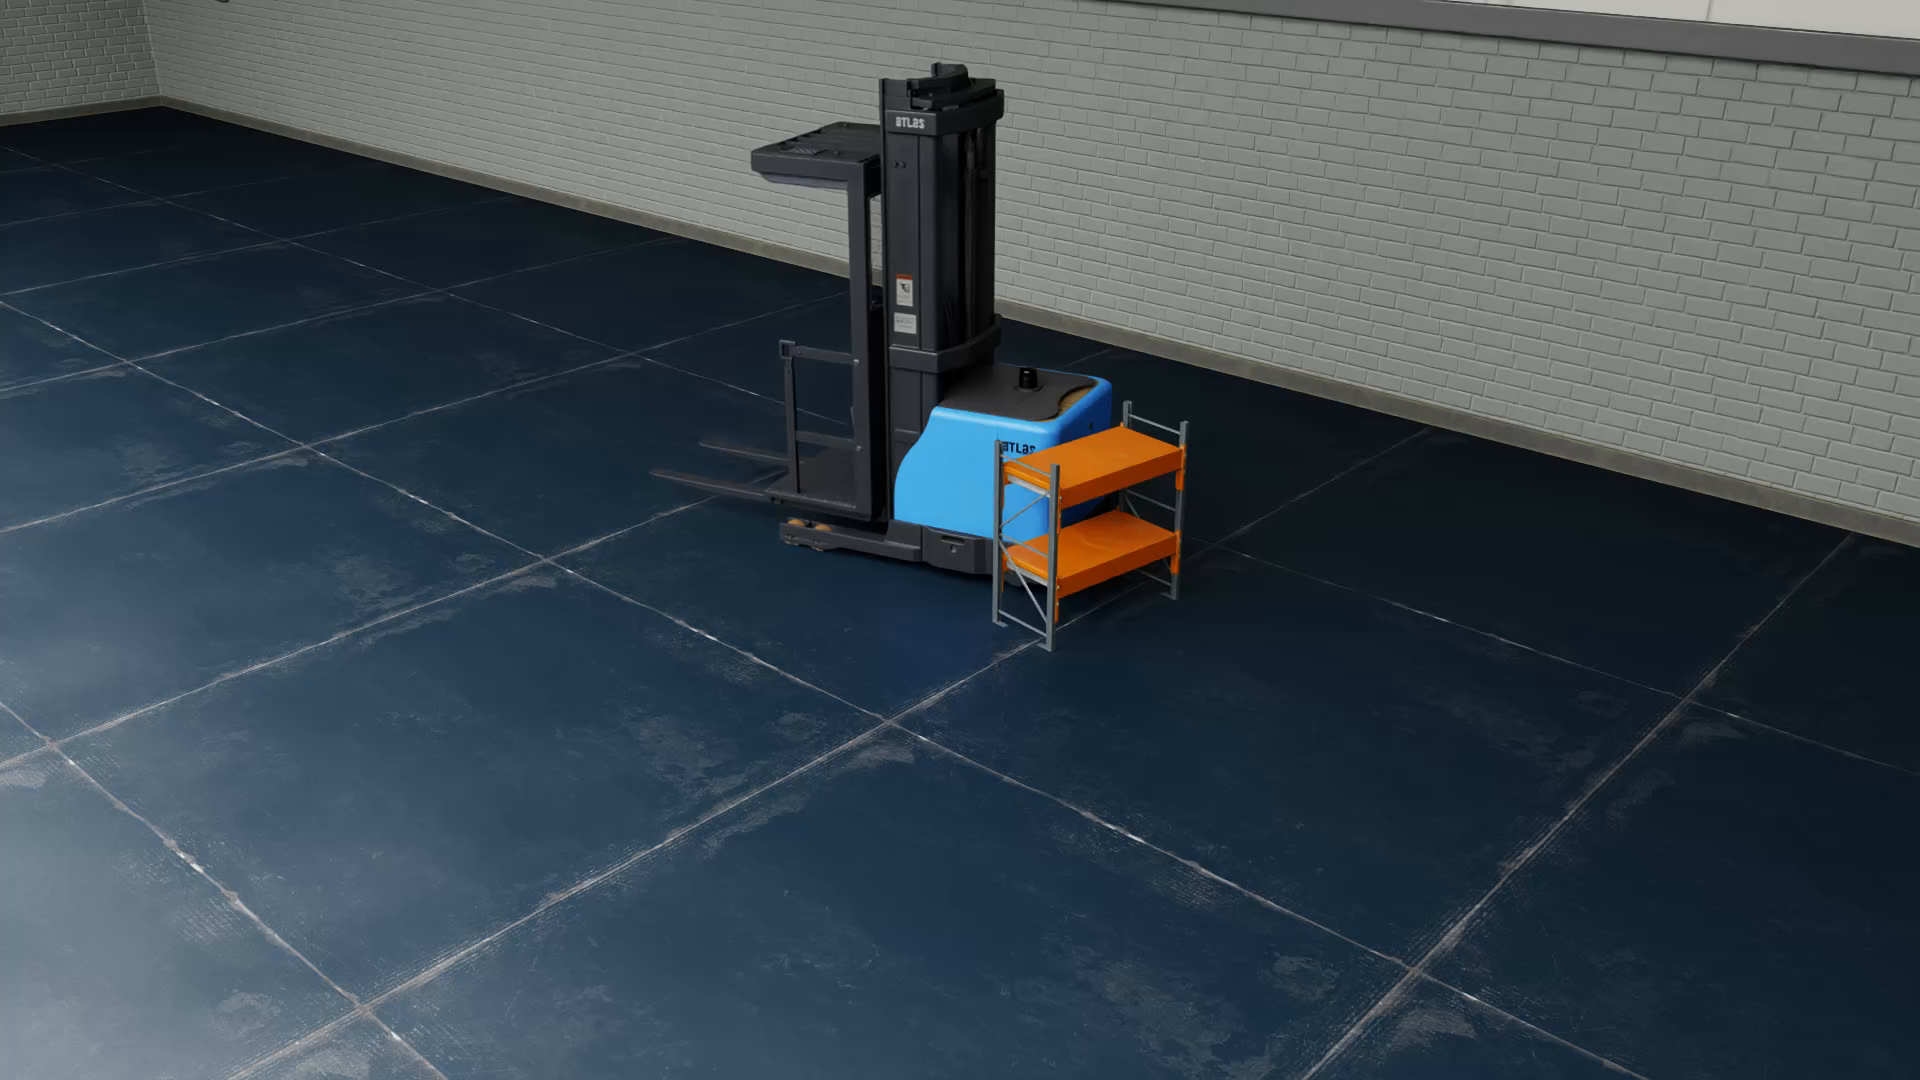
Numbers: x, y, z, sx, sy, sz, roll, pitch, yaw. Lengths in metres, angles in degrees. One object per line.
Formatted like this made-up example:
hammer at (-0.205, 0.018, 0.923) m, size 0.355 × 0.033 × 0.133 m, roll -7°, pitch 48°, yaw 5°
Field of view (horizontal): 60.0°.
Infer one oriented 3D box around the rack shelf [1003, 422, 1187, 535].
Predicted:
rack shelf at (0.751, -0.366, 9.476) m, size 1.000 × 0.278 × 0.538 m, roll -19°, pitch 30°, yaw -36°

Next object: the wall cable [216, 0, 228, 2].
wall cable at (-11.295, -9.016, 23.655) m, size 3.097 × 2.526 × 0.112 m, roll 20°, pitch 31°, yaw 38°

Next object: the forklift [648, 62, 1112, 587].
forklift at (-0.596, -1.448, 10.396) m, size 3.031 × 2.935 × 1.130 m, roll 11°, pitch 26°, yaw 23°

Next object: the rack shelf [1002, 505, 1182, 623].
rack shelf at (0.751, 0.124, 9.696) m, size 1.000 × 0.278 × 0.538 m, roll -19°, pitch 30°, yaw -36°

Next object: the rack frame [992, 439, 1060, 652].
rack frame at (0.363, 0.035, 9.296) m, size 0.032 × 1.125 × 0.500 m, roll -19°, pitch 30°, yaw -36°

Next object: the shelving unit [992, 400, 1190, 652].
shelving unit at (0.751, -0.099, 9.596) m, size 1.048 × 1.125 × 0.538 m, roll -19°, pitch 30°, yaw -36°

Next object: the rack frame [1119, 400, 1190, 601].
rack frame at (1.139, -0.233, 9.895) m, size 0.032 × 1.125 × 0.500 m, roll -19°, pitch 30°, yaw -36°
